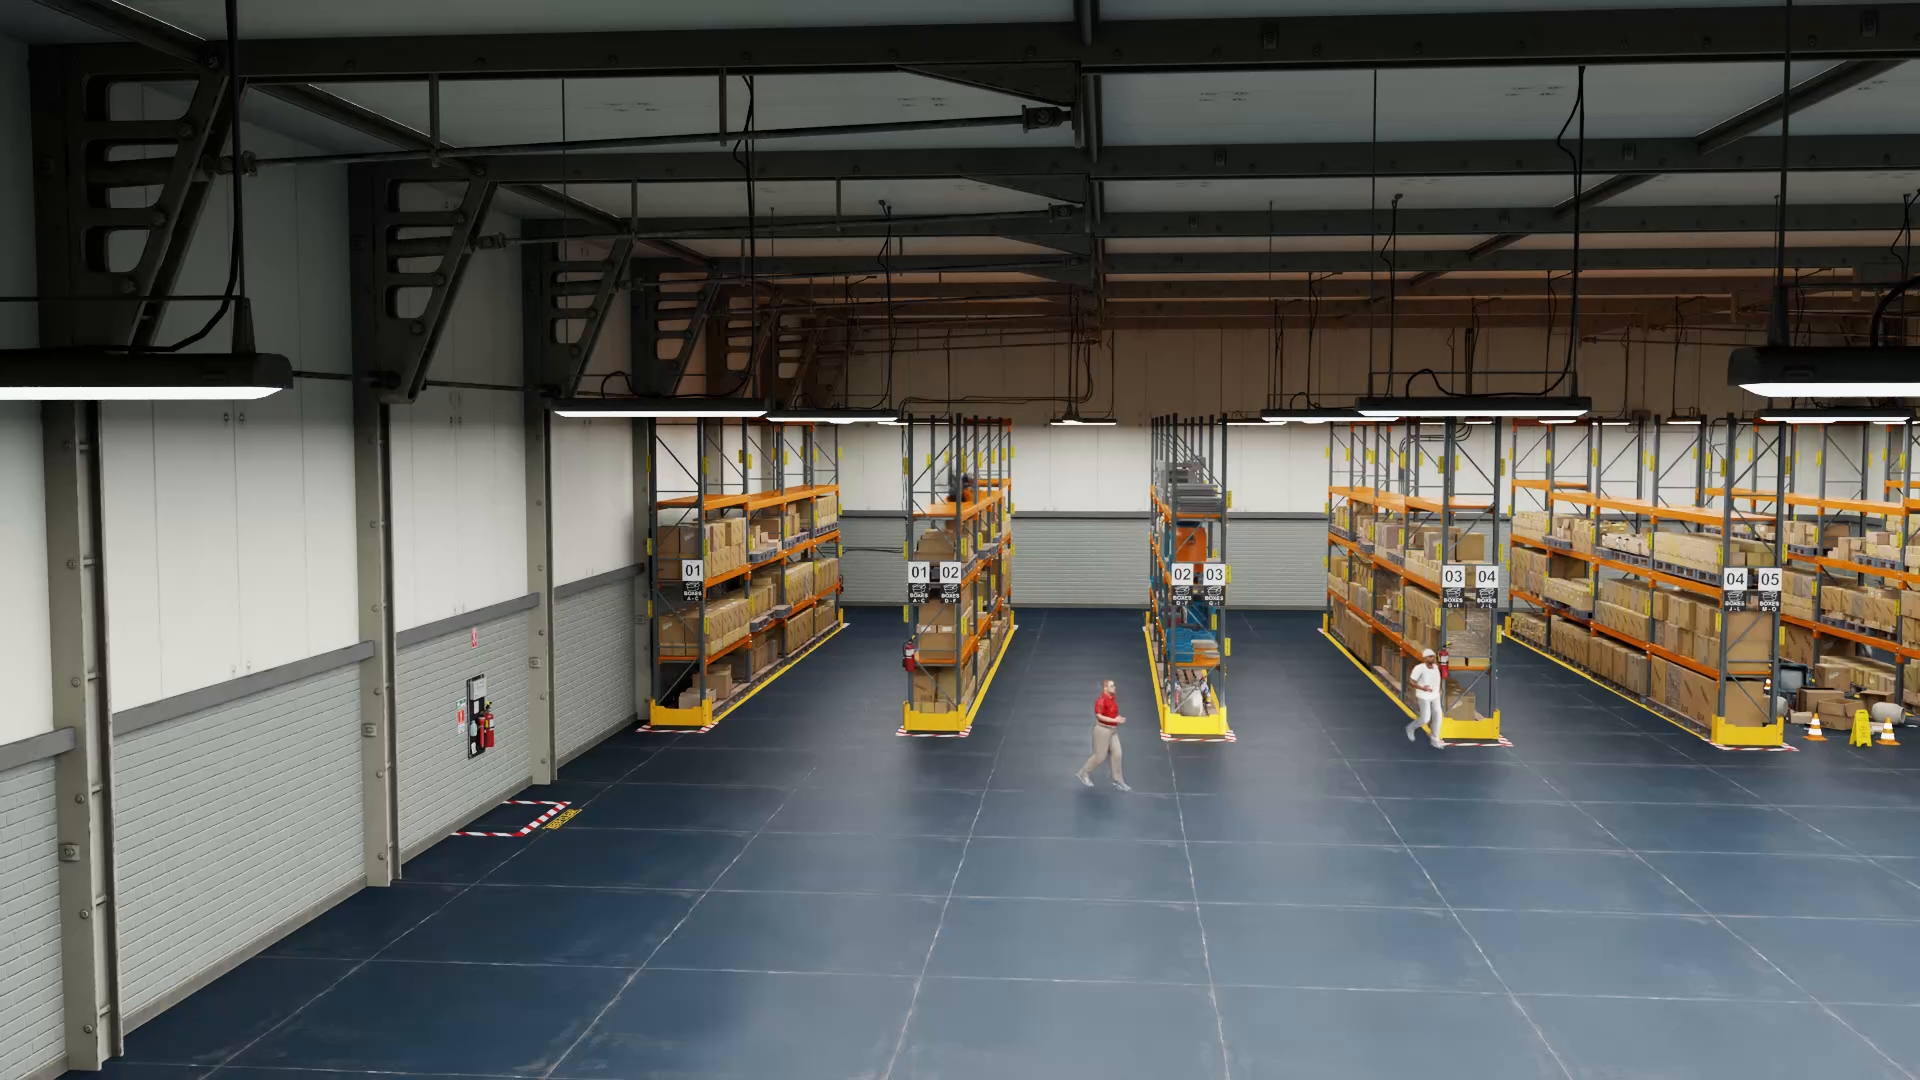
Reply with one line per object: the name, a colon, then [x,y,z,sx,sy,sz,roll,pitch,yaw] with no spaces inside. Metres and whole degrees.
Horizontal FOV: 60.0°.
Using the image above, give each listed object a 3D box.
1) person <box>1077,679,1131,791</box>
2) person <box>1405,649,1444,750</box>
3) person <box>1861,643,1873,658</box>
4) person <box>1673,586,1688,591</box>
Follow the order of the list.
person: [2.294,3.087,26.371,0.861,1.771,0.681,2,4,27]
person: [8.380,2.837,29.888,0.717,1.777,0.826,-2,4,-29]
person: [22.185,2.076,40.822,0.649,1.813,0.915,-1,4,-9]
person: [20.516,1.693,47.052,0.849,1.818,0.697,2,4,24]
